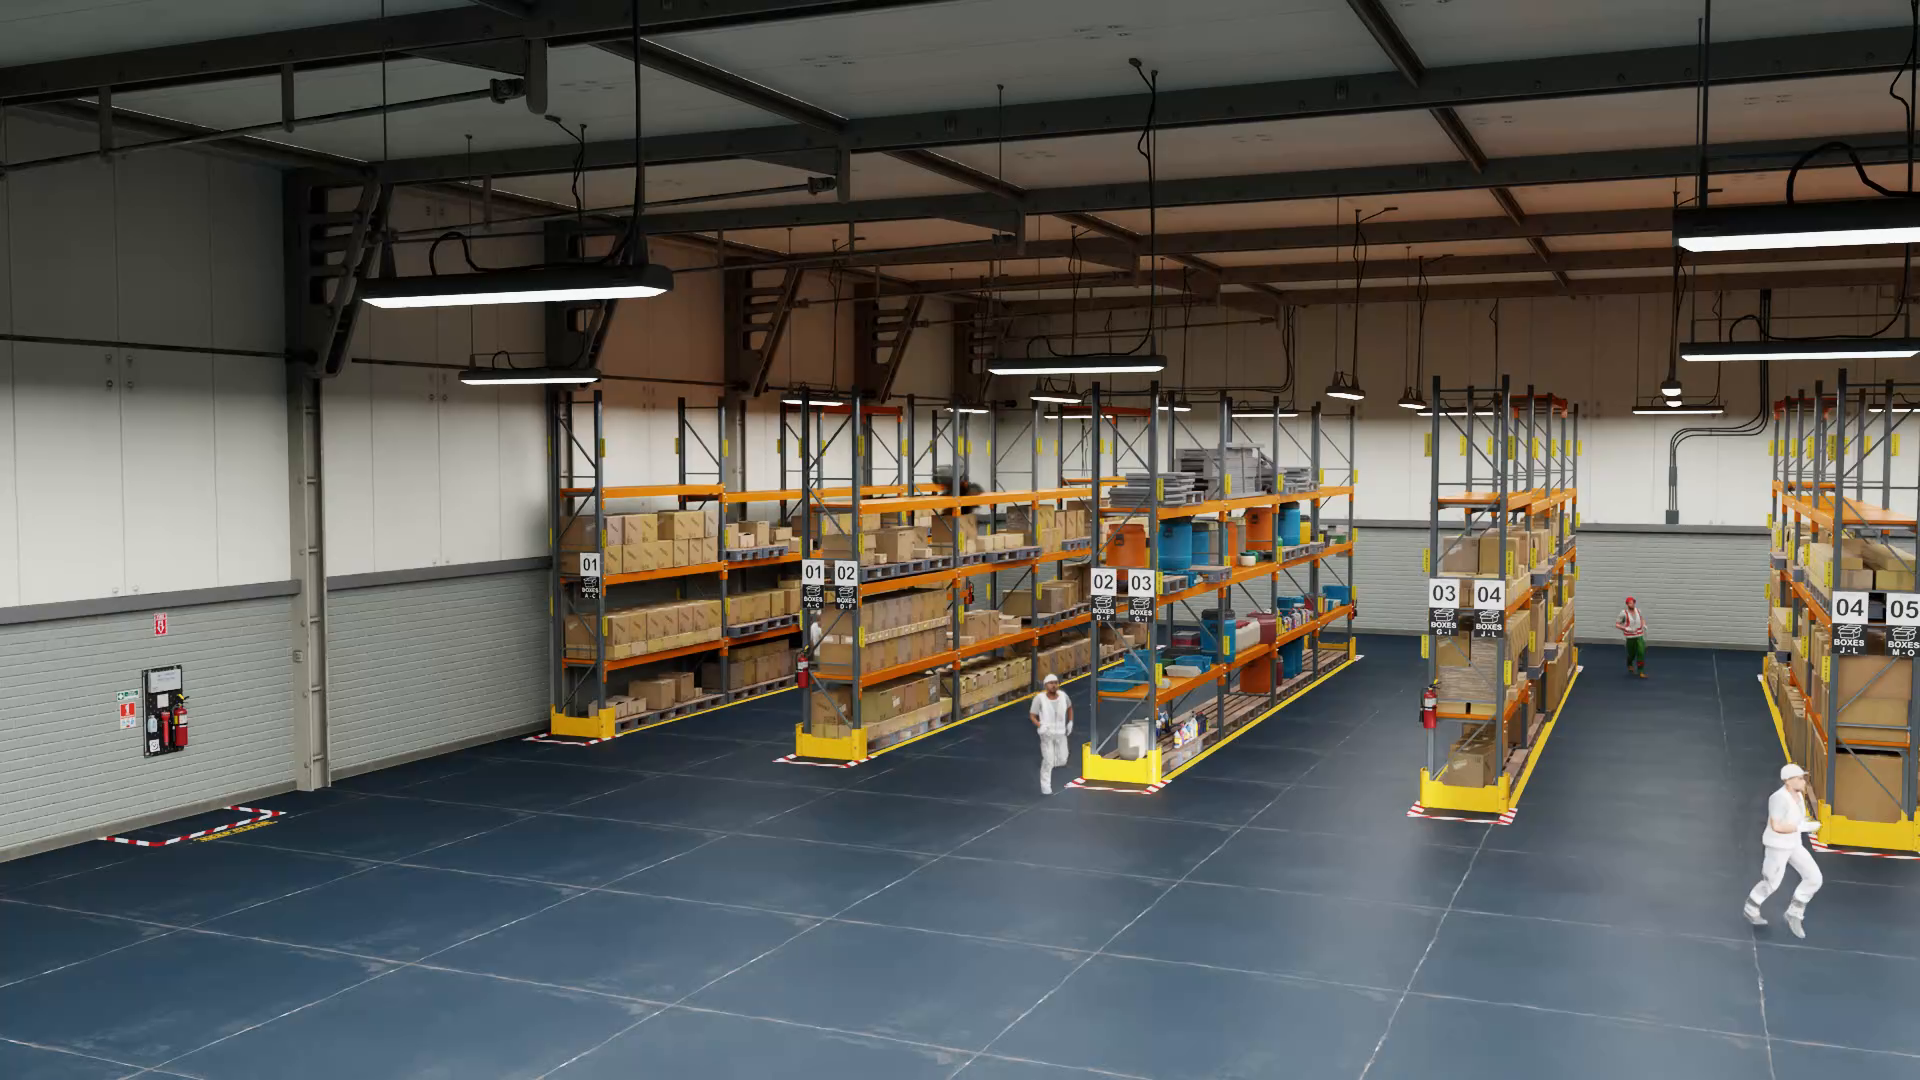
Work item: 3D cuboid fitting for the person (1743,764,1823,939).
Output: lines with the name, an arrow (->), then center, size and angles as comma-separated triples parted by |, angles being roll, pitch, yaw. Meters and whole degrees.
person -> 8.449, 3.167, 17.057 | 0.693, 1.786, 0.839 | -2, 4, -34

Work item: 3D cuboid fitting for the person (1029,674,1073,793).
person -> 1.343, 2.806, 24.134 | 0.714, 1.737, 0.669 | -1, 3, -19

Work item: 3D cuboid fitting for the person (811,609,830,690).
person -> -2.557, 2.162, 31.023 | 0.639, 1.803, 0.865 | 1, 3, 15

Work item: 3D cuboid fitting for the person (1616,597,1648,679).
person -> 14.720, 2.122, 36.457 | 0.701, 1.750, 0.878 | 0, 3, -1
